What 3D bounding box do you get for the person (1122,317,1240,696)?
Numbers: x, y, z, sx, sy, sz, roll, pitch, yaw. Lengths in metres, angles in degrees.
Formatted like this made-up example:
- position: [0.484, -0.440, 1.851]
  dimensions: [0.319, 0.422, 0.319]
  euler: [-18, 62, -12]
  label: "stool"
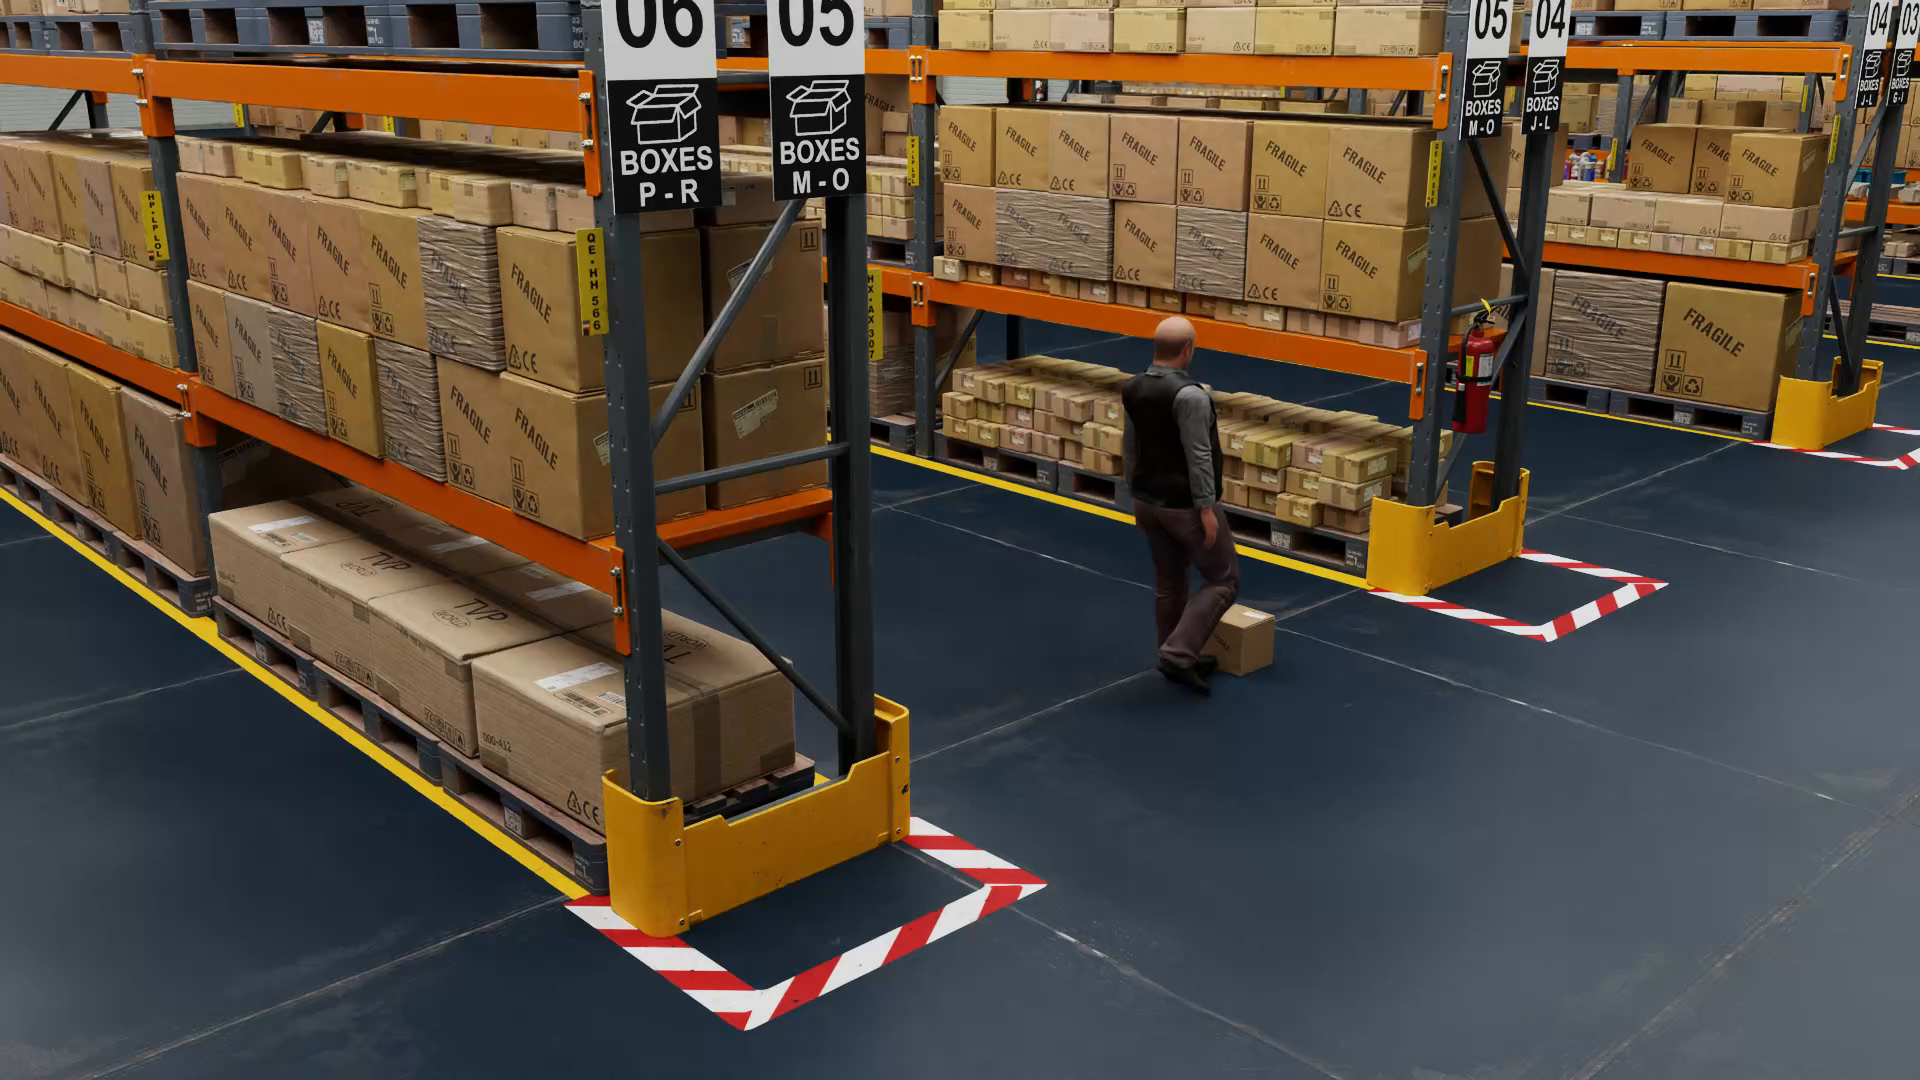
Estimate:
- position: [1.022, -0.160, 7.542]
  dimensions: [0.532, 1.717, 0.561]
  euler: [-12, 21, -33]
  label: "person"
